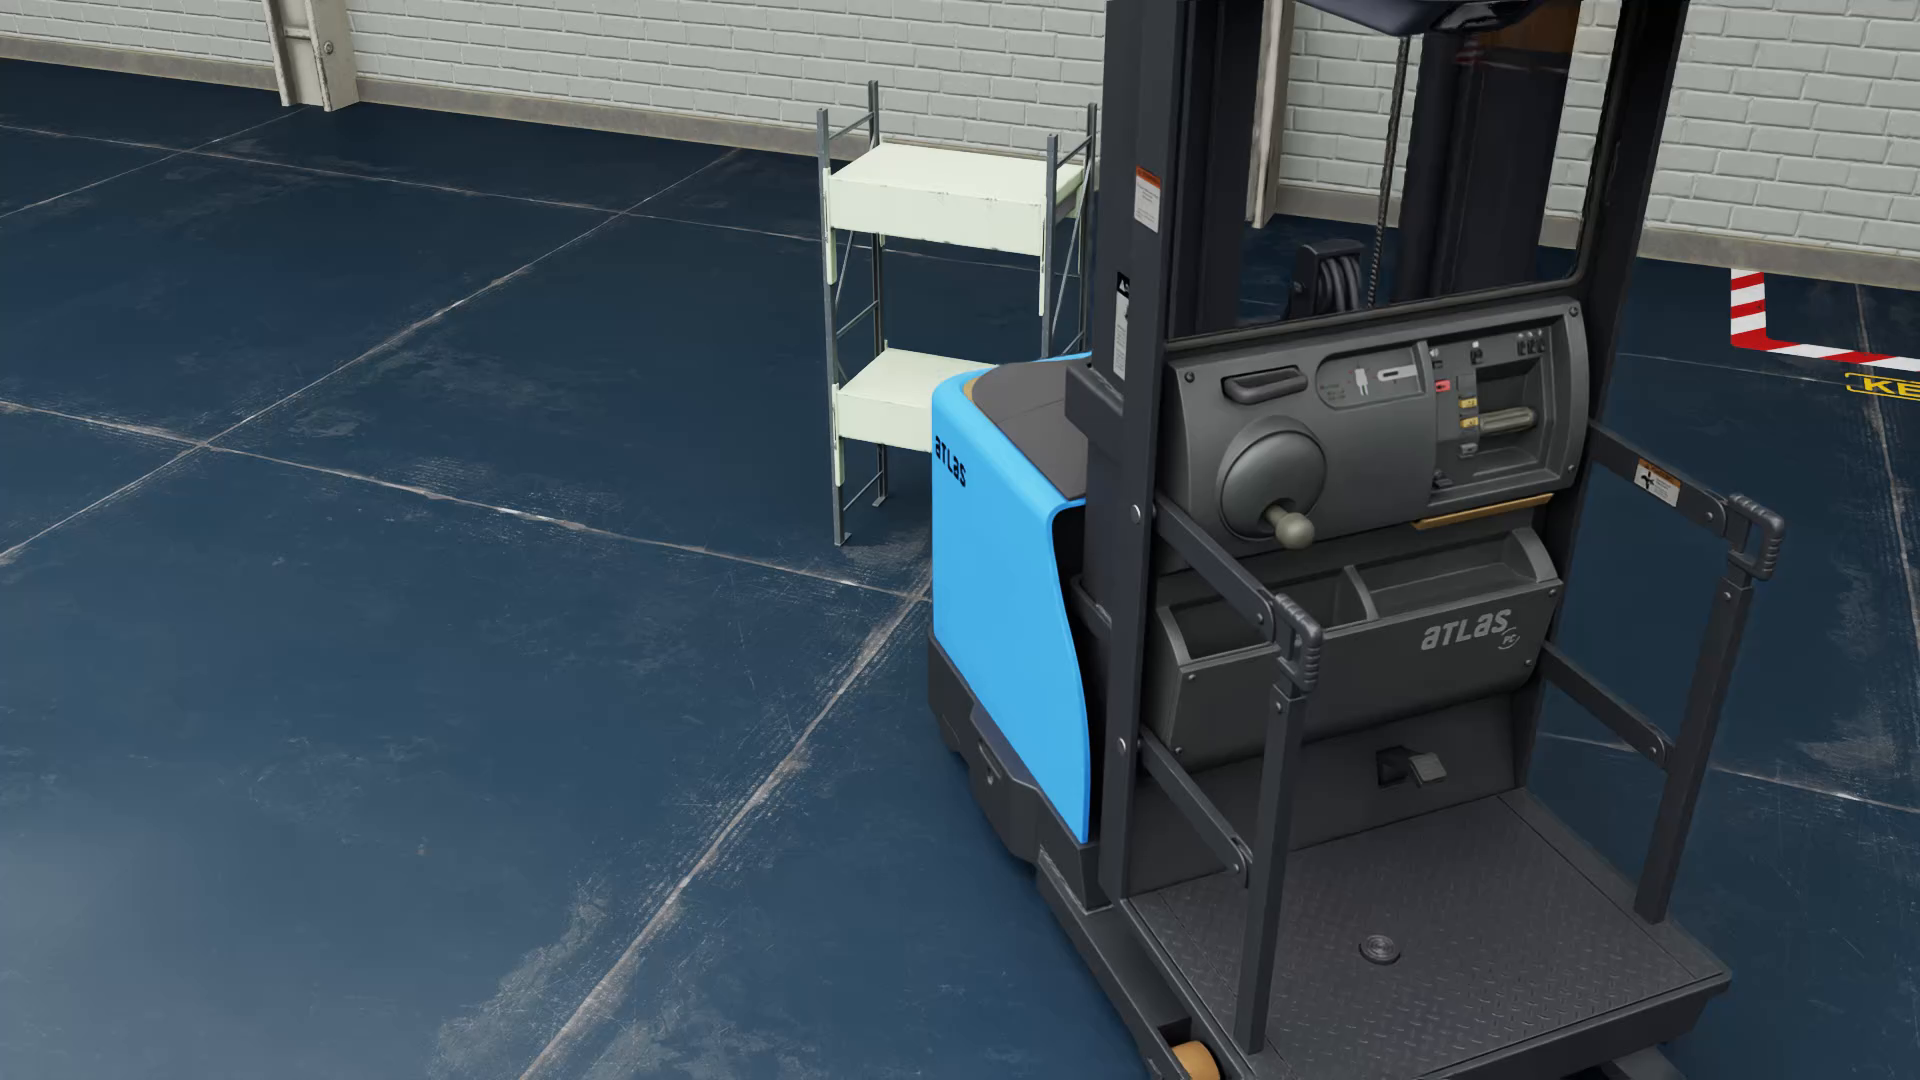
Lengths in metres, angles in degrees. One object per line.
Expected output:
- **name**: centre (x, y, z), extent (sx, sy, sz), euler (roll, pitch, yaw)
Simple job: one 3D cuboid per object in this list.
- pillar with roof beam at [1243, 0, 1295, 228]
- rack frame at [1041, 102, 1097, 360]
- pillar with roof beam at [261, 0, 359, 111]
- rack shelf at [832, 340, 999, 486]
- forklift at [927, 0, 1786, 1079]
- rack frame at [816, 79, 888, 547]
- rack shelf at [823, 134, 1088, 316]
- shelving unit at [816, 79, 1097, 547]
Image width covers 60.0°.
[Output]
- **pillar with roof beam**: centre (-0.183, -3.674, 3.105), extent (0.400, 9.000, 9.100), euler (11, 31, 19)
- **rack frame**: centre (0.333, -0.586, 5.263), extent (0.023, 1.500, 0.400), euler (11, 31, 19)
- **pillar with roof beam**: centre (-5.742, -4.784, 5.069), extent (0.400, 9.000, 9.100), euler (11, 31, 19)
- **rack shelf**: centre (-0.006, -0.370, 5.544), extent (0.720, 0.370, 0.431), euler (11, 31, 19)
- **forklift**: centre (0.925, -0.183, 3.096), extent (1.130, 2.935, 3.031), euler (-11, 31, -19)
- **rack frame**: centre (-0.345, -0.722, 5.503), extent (0.023, 1.500, 0.400), euler (11, 31, 19)
- **rack shelf**: centre (-0.006, -0.994, 5.191), extent (0.720, 0.370, 0.431), euler (11, 31, 19)
- **shelving unit**: centre (-0.006, -0.654, 5.383), extent (0.755, 1.500, 0.431), euler (11, 31, 19)
